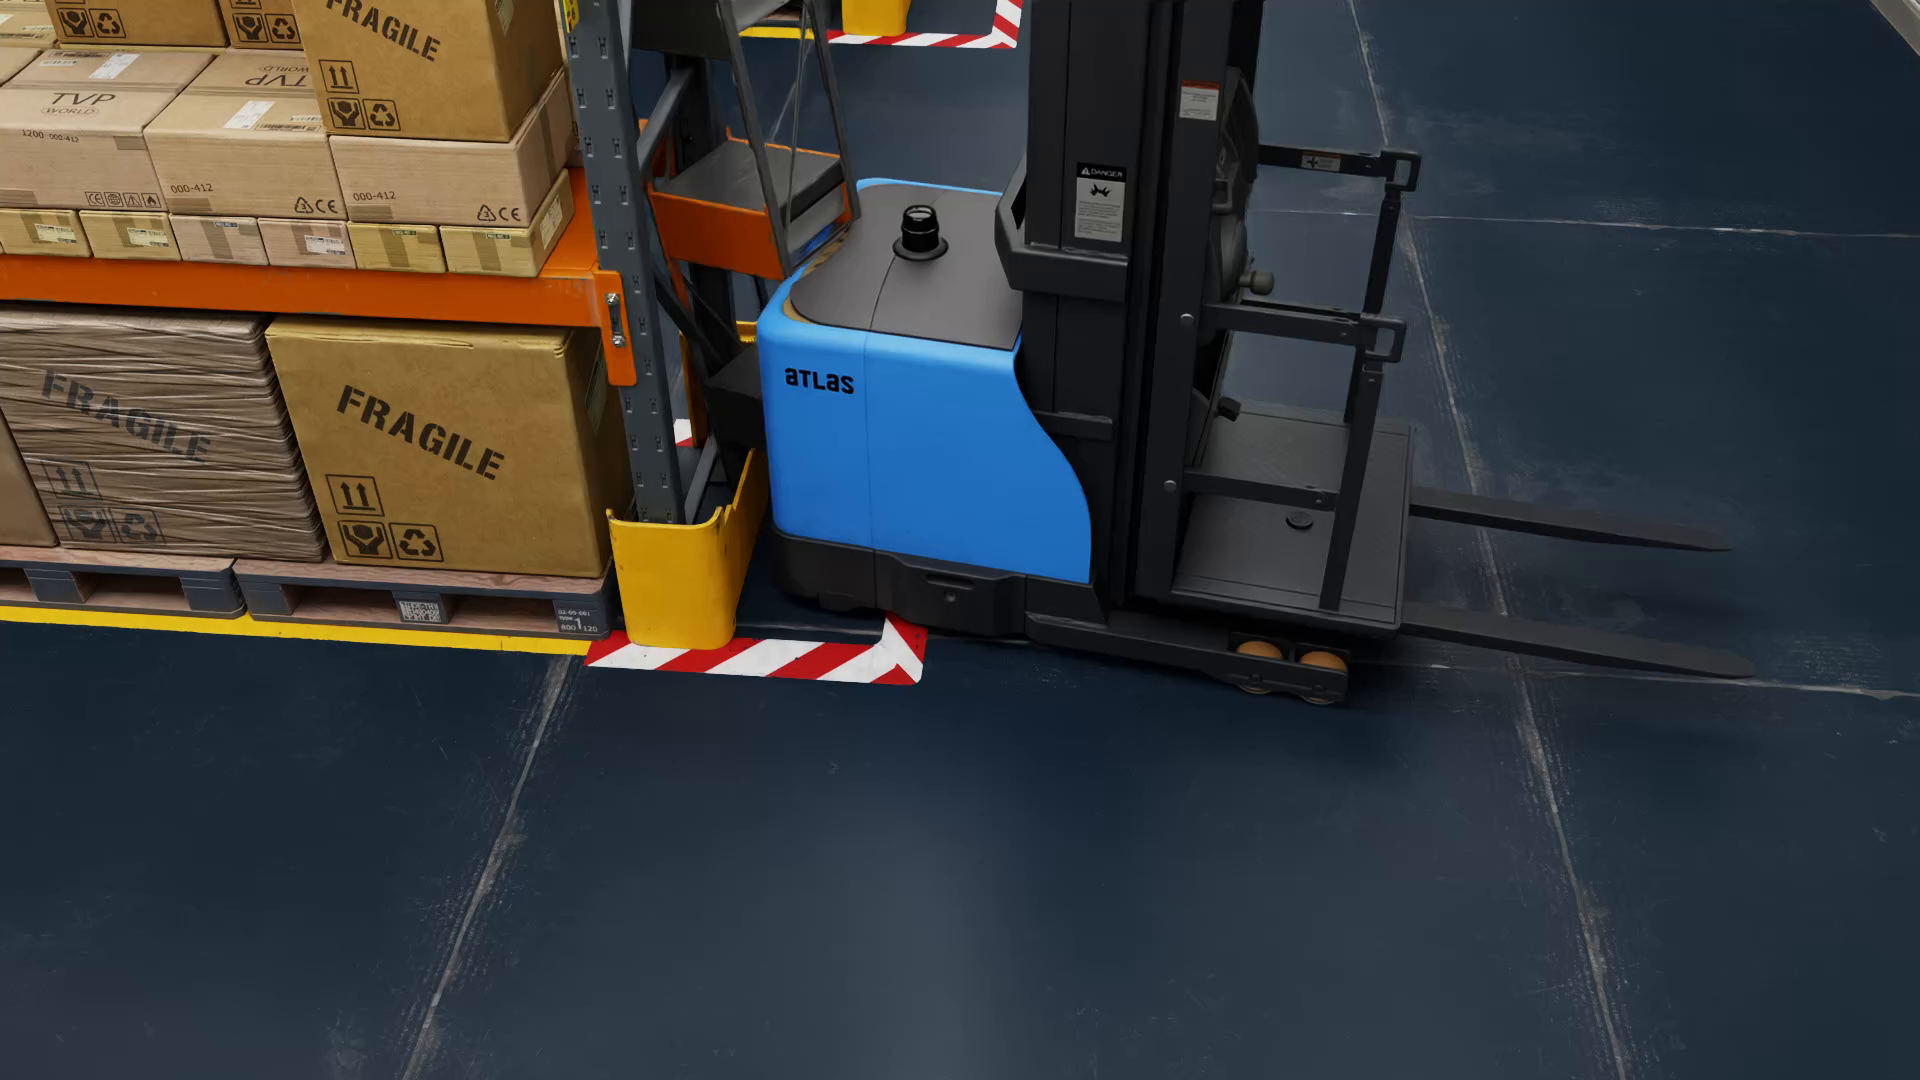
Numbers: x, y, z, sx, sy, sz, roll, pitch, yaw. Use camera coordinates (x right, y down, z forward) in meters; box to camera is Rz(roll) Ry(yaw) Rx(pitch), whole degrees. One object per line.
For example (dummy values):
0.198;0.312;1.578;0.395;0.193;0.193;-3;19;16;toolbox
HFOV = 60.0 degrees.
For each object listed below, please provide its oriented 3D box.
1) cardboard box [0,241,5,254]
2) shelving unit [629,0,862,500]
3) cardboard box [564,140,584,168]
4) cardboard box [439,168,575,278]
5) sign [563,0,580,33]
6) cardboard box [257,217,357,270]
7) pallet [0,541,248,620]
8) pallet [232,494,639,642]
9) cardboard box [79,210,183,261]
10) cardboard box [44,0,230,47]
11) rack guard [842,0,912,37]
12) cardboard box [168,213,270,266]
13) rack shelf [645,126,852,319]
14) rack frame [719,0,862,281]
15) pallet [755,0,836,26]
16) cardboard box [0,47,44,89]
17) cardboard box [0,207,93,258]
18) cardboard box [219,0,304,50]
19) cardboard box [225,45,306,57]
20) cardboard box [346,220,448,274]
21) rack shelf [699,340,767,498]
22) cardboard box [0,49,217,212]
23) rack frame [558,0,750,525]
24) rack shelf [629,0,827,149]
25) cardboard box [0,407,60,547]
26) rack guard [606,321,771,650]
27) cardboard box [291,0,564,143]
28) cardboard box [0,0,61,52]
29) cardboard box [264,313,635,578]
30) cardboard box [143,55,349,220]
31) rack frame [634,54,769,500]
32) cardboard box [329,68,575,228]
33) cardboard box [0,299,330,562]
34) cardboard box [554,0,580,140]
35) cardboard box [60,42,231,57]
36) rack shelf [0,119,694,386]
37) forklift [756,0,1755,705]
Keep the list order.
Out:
-2.791;-0.985;4.783;0.250;0.149;0.380;4;39;5;cardboard box
-0.624;-0.964;5.260;0.503;2.100;0.431;16;45;30;shelving unit
-1.210;-1.316;5.189;0.250;0.149;0.380;4;39;4;cardboard box
-1.268;-0.901;4.680;0.250;0.149;0.380;4;39;5;cardboard box
-0.945;-1.387;3.973;0.005;0.325;0.100;3;39;4;sign
-1.778;-0.929;4.714;0.250;0.149;0.380;3;39;4;cardboard box
-2.900;-0.167;5.788;1.213;0.211;1.003;3;39;4;pallet
-1.688;-0.099;5.705;1.213;0.211;1.003;3;39;4;pallet
-2.286;-0.956;4.747;0.250;0.149;0.380;2;39;3;cardboard box
-2.354;-1.782;4.852;0.500;0.500;0.500;2;39;3;cardboard box
-0.432;-3.339;9.456;0.348;0.500;1.175;3;39;4;rack guard
-2.027;-0.943;4.731;0.250;0.149;0.380;4;39;5;cardboard box
-0.622;-0.954;5.268;0.480;0.518;0.431;16;45;30;rack shelf
-0.421;-0.905;5.139;0.015;2.100;0.400;16;45;30;rack frame
-1.276;-3.289;9.624;1.213;0.211;1.003;3;39;4;pallet
-2.922;-1.184;4.712;0.500;0.250;0.500;3;39;4;cardboard box
-2.544;-0.970;4.764;0.250;0.149;0.380;3;39;4;cardboard box
-1.838;-1.758;4.822;0.500;0.500;0.500;2;39;3;cardboard box
-1.858;-1.464;5.055;0.500;0.250;0.500;3;39;3;cardboard box
-1.527;-0.914;4.696;0.250;0.149;0.380;4;39;4;cardboard box
-0.525;-0.411;5.699;0.480;0.518;0.431;16;45;30;rack shelf
-2.403;-1.159;4.680;0.500;0.250;0.500;2;39;2;cardboard box
-0.885;-1.186;4.831;0.127;3.000;1.000;3;39;4;rack frame
-0.720;-1.496;4.837;0.480;0.518;0.431;16;45;30;rack shelf
-3.323;-0.608;5.471;0.875;0.875;0.875;3;39;4;cardboard box
-0.861;-0.216;5.619;0.348;0.500;1.175;3;39;4;rack guard
-1.393;-1.396;4.378;0.500;0.500;0.500;4;39;4;cardboard box
-2.879;-1.518;5.123;0.500;0.250;0.500;2;39;3;cardboard box
-1.529;-0.510;5.351;0.875;0.875;0.875;3;39;4;cardboard box
-1.896;-1.131;4.647;0.500;0.250;0.500;2;39;3;cardboard box
-0.828;-1.024;5.381;0.015;2.100;0.400;16;45;30;rack frame
-1.390;-1.103;4.612;0.500;0.250;0.500;3;39;3;cardboard box
-2.436;-0.559;5.411;0.875;0.875;0.875;3;39;4;cardboard box
-1.340;-1.440;5.026;0.500;0.250;0.500;2;39;3;cardboard box
-2.358;-1.493;5.092;0.500;0.250;0.500;2;39;2;cardboard box
-2.877;-1.016;5.192;4.000;0.370;1.077;3;39;4;rack shelf
0.960;-1.002;4.660;3.031;2.935;1.130;9;40;11;forklift
